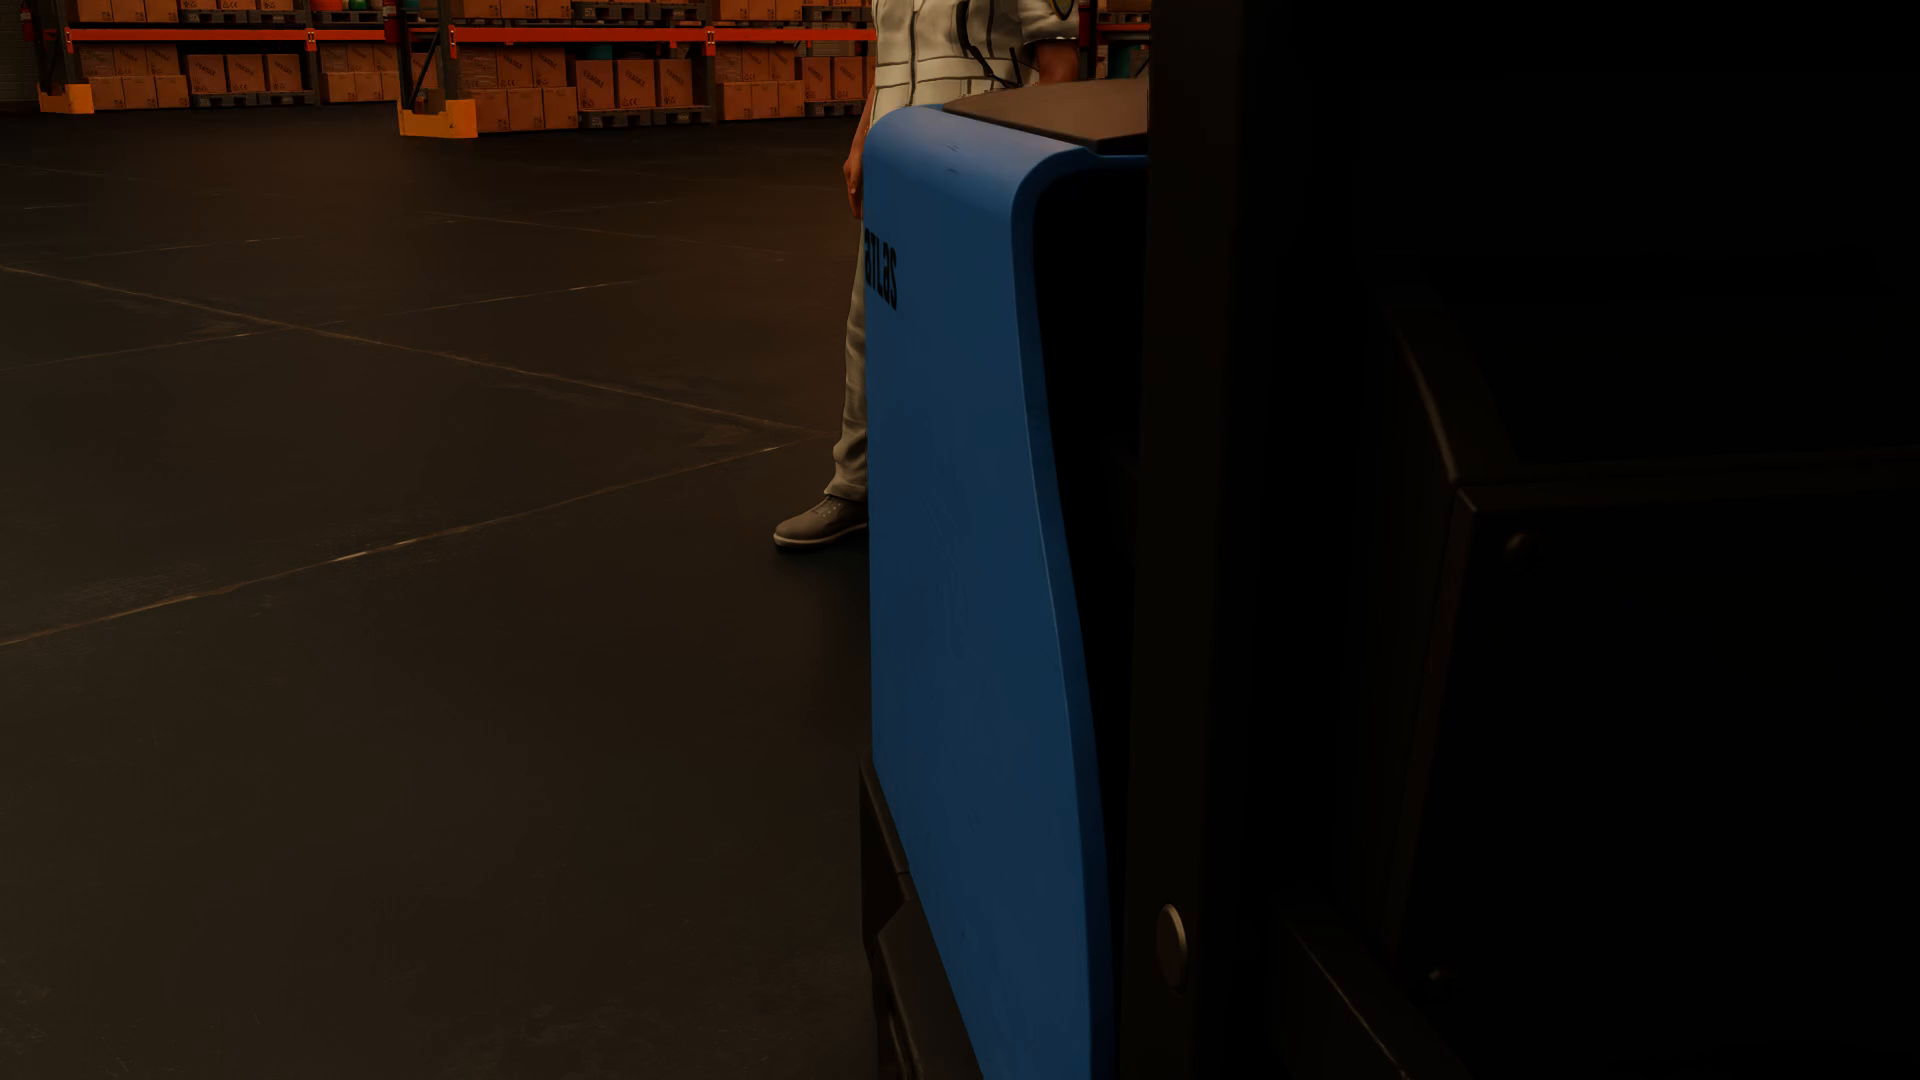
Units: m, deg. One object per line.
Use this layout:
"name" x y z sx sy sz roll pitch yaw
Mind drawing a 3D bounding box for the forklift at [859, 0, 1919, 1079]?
"forklift" 0.672 -0.464 0.426 1.130 2.935 3.031 -3 17 -11

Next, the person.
"person" -0.066 -0.791 3.655 0.598 1.670 0.529 13 21 37
